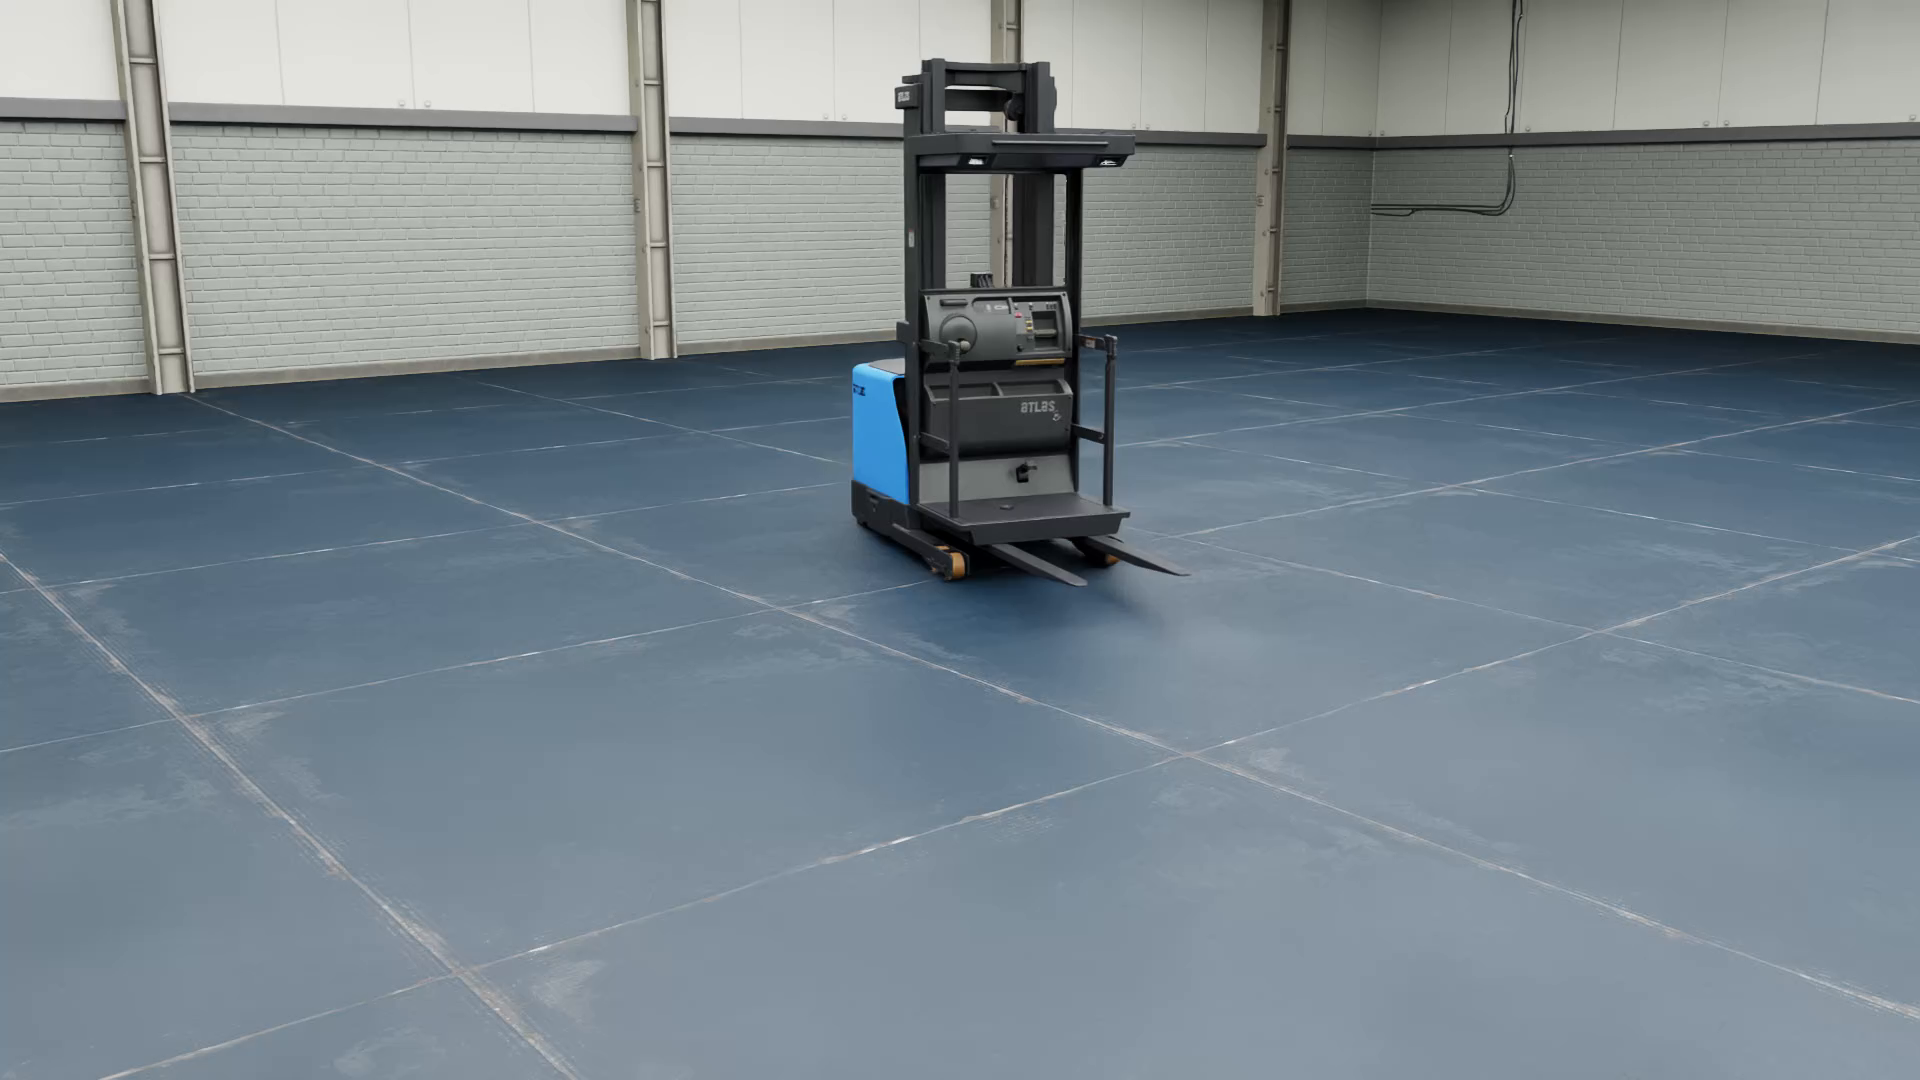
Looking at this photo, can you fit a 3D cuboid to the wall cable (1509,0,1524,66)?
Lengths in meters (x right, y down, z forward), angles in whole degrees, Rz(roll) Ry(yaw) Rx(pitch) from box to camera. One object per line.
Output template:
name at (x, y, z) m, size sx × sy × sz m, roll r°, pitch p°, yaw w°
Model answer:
wall cable at (10.205, -9.048, 26.889) m, size 0.112 × 2.526 × 3.097 m, roll -9°, pitch 15°, yaw -38°

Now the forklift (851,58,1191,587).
forklift at (0.316, -1.300, 9.693) m, size 1.130 × 2.935 × 3.031 m, roll -5°, pitch 13°, yaw -22°

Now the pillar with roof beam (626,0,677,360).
pillar with roof beam at (-1.292, -6.112, 17.746) m, size 0.400 × 9.000 × 9.100 m, roll -9°, pitch 15°, yaw -38°

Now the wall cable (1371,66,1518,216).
wall cable at (8.515, -7.016, 29.480) m, size 0.112 × 2.526 × 3.097 m, roll -9°, pitch 15°, yaw -38°

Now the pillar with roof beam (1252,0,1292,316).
pillar with roof beam at (8.078, -7.669, 25.079) m, size 0.400 × 9.000 × 9.100 m, roll -9°, pitch 15°, yaw -38°

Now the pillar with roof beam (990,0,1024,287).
pillar with roof beam at (3.393, -6.890, 21.413) m, size 0.400 × 9.000 × 9.100 m, roll -9°, pitch 15°, yaw -38°

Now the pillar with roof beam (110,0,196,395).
pillar with roof beam at (-5.977, -5.333, 14.080) m, size 0.400 × 9.000 × 9.100 m, roll -9°, pitch 15°, yaw -38°
